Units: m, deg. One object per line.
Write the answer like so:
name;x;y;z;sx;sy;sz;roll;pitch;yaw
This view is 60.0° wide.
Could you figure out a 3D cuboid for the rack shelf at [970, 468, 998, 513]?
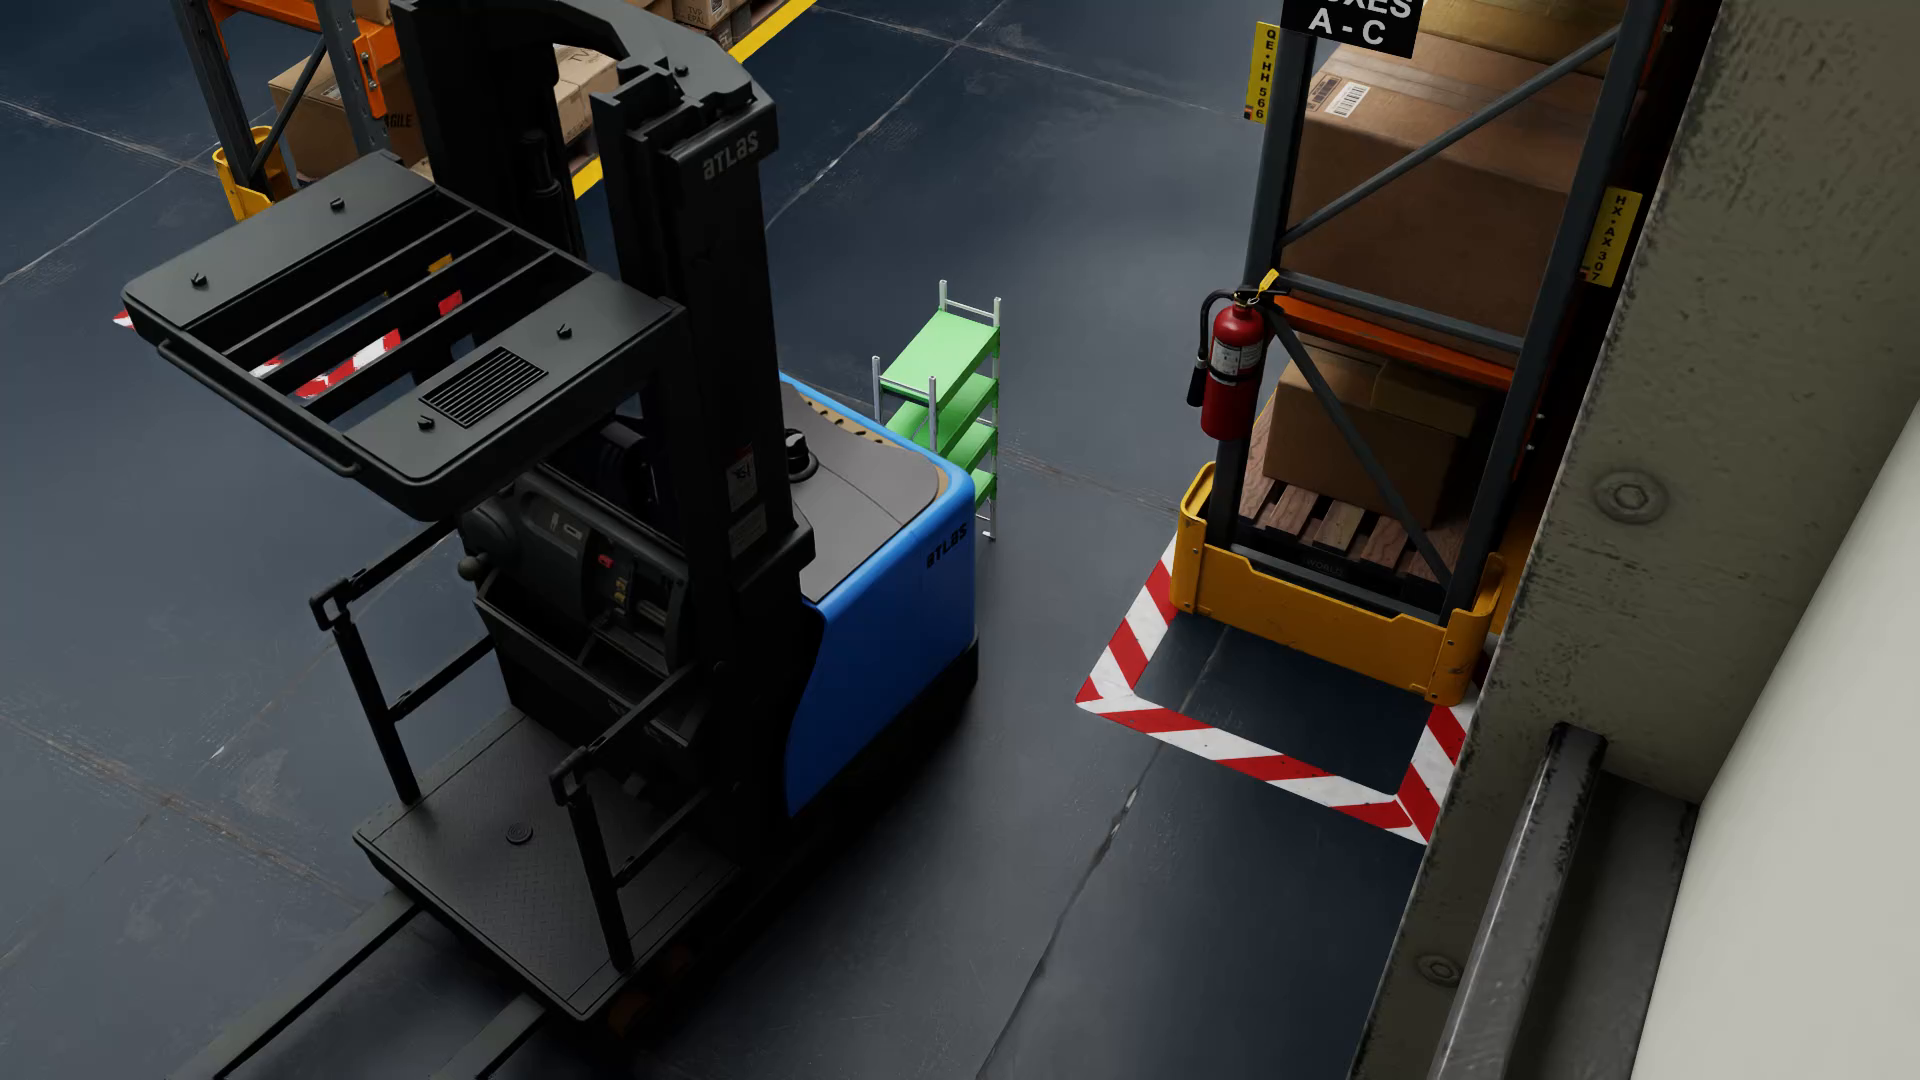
rack shelf;-0.077;-0.104;6.436;0.258;0.148;0.480;20;49;19

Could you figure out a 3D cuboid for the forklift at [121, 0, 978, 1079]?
forklift;-1.236;0.129;4.562;1.130;2.935;3.031;29;52;26

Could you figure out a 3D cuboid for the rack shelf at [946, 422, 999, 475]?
rack shelf;-0.077;-0.273;6.266;0.258;0.148;0.480;20;49;19

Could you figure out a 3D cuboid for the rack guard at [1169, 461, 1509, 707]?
rack guard;1.394;0.157;6.244;1.175;0.500;0.348;20;49;19

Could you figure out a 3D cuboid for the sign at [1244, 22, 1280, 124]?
sign;0.931;-1.415;5.059;0.100;0.325;0.005;20;49;19

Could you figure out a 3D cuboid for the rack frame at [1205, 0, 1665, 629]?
rack frame;1.405;-0.737;5.370;1.000;3.000;0.127;20;49;19

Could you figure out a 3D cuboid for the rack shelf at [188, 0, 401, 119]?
rack shelf;-2.056;-3.377;8.485;1.077;0.370;4.000;20;49;19

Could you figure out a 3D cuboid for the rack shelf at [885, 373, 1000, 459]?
rack shelf;-0.077;-0.441;6.095;0.258;0.148;0.480;20;49;19

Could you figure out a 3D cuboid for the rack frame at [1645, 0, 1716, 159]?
rack frame;3.262;-3.257;7.860;1.000;3.000;0.127;20;49;19

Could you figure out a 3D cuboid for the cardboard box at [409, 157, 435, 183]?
cardboard box;-2.486;-1.673;7.990;0.380;0.149;0.250;20;49;19

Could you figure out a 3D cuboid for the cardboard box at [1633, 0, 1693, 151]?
cardboard box;2.323;-2.106;6.512;0.980;0.700;0.700;18;48;17

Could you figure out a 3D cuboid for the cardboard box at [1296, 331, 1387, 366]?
cardboard box;1.539;-0.849;6.486;0.380;0.149;0.250;20;49;19

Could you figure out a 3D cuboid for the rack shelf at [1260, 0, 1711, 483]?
rack shelf;2.333;-1.744;6.871;1.077;0.370;4.000;20;49;19

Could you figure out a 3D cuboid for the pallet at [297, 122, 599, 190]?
pallet;-2.580;-1.940;8.520;1.003;0.211;1.213;20;49;19

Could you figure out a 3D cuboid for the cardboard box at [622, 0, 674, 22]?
cardboard box;-1.995;-2.982;9.034;0.797;0.503;0.637;20;49;19

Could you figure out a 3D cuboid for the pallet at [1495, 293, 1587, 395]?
pallet;2.274;-1.052;7.641;1.003;0.211;1.213;20;49;19

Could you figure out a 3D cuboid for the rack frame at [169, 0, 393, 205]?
rack frame;-2.985;-2.370;6.984;1.000;3.000;0.127;20;49;19

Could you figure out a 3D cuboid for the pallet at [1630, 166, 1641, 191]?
pallet;2.839;-1.824;8.404;1.003;0.211;1.213;20;49;19

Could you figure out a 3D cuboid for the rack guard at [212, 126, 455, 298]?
rack guard;-2.949;-1.539;7.920;1.175;0.500;0.348;20;49;19

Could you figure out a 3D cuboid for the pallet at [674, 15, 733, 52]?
pallet;-2.013;-2.706;9.276;1.003;0.211;1.213;20;49;19

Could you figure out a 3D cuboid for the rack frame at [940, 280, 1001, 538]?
rack frame;0.036;-0.471;6.372;0.240;1.200;0.015;20;49;19

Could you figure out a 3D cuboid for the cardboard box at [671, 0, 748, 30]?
cardboard box;-1.489;-3.175;9.360;0.500;0.311;0.500;20;49;19

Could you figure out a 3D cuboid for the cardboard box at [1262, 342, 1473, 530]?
cardboard box;1.641;-0.480;6.578;0.700;0.500;0.500;20;49;19

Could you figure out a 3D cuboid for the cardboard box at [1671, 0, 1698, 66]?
cardboard box;2.652;-2.568;6.968;0.980;0.700;0.700;19;48;18

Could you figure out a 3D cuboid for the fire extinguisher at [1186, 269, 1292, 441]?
fire extinguisher;0.926;-0.636;5.586;0.296;0.674;0.183;20;49;19

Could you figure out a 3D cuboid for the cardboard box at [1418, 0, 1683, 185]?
cardboard box;1.961;-1.629;6.040;0.980;0.700;0.700;20;49;19

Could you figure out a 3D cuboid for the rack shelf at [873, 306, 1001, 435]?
rack shelf;-0.077;-0.610;5.924;0.258;0.148;0.480;20;49;19

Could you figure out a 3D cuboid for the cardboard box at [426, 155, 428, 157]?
cardboard box;-2.370;-1.837;8.139;0.380;0.166;0.250;20;49;19

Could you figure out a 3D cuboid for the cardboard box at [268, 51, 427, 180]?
cardboard box;-2.950;-2.070;8.135;0.500;0.500;0.500;20;49;19

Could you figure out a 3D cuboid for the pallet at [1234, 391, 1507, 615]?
pallet;1.707;-0.286;6.885;1.003;0.211;1.213;20;49;19

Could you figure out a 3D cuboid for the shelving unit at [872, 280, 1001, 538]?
shelving unit;-0.077;-0.318;6.220;0.258;1.200;0.503;20;49;19

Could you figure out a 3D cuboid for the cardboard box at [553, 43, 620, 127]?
cardboard box;-2.017;-2.437;8.674;0.500;0.250;0.500;20;49;19

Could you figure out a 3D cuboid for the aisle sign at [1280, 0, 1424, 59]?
aisle sign;1.106;-1.705;4.498;0.394;0.787;0.004;20;49;19

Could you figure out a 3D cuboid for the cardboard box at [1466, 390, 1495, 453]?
cardboard box;1.873;-0.795;6.889;0.700;0.500;0.500;20;49;19

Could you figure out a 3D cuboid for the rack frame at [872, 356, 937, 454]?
rack frame;-0.190;-0.164;6.068;0.240;1.200;0.015;20;49;19

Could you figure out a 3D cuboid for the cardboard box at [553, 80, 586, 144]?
cardboard box;-2.249;-2.122;8.362;0.500;0.250;0.500;20;49;19

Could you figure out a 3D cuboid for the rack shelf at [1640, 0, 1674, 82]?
rack shelf;2.333;-2.799;5.804;1.077;0.370;4.000;20;49;19

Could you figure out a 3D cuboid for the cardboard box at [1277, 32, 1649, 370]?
cardboard box;1.633;-1.167;5.584;0.980;0.700;0.700;23;50;21

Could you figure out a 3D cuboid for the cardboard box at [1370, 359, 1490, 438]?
cardboard box;1.760;-0.563;6.204;0.380;0.149;0.250;21;49;19

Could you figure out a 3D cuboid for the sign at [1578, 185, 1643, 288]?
sign;1.894;-0.882;4.849;0.100;0.325;0.005;20;49;19

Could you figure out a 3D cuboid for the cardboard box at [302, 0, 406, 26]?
cardboard box;-2.545;-2.598;7.138;0.500;0.500;0.500;21;49;20

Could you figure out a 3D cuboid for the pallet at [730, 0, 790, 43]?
pallet;-1.447;-3.478;10.039;1.003;0.211;1.213;20;49;19
